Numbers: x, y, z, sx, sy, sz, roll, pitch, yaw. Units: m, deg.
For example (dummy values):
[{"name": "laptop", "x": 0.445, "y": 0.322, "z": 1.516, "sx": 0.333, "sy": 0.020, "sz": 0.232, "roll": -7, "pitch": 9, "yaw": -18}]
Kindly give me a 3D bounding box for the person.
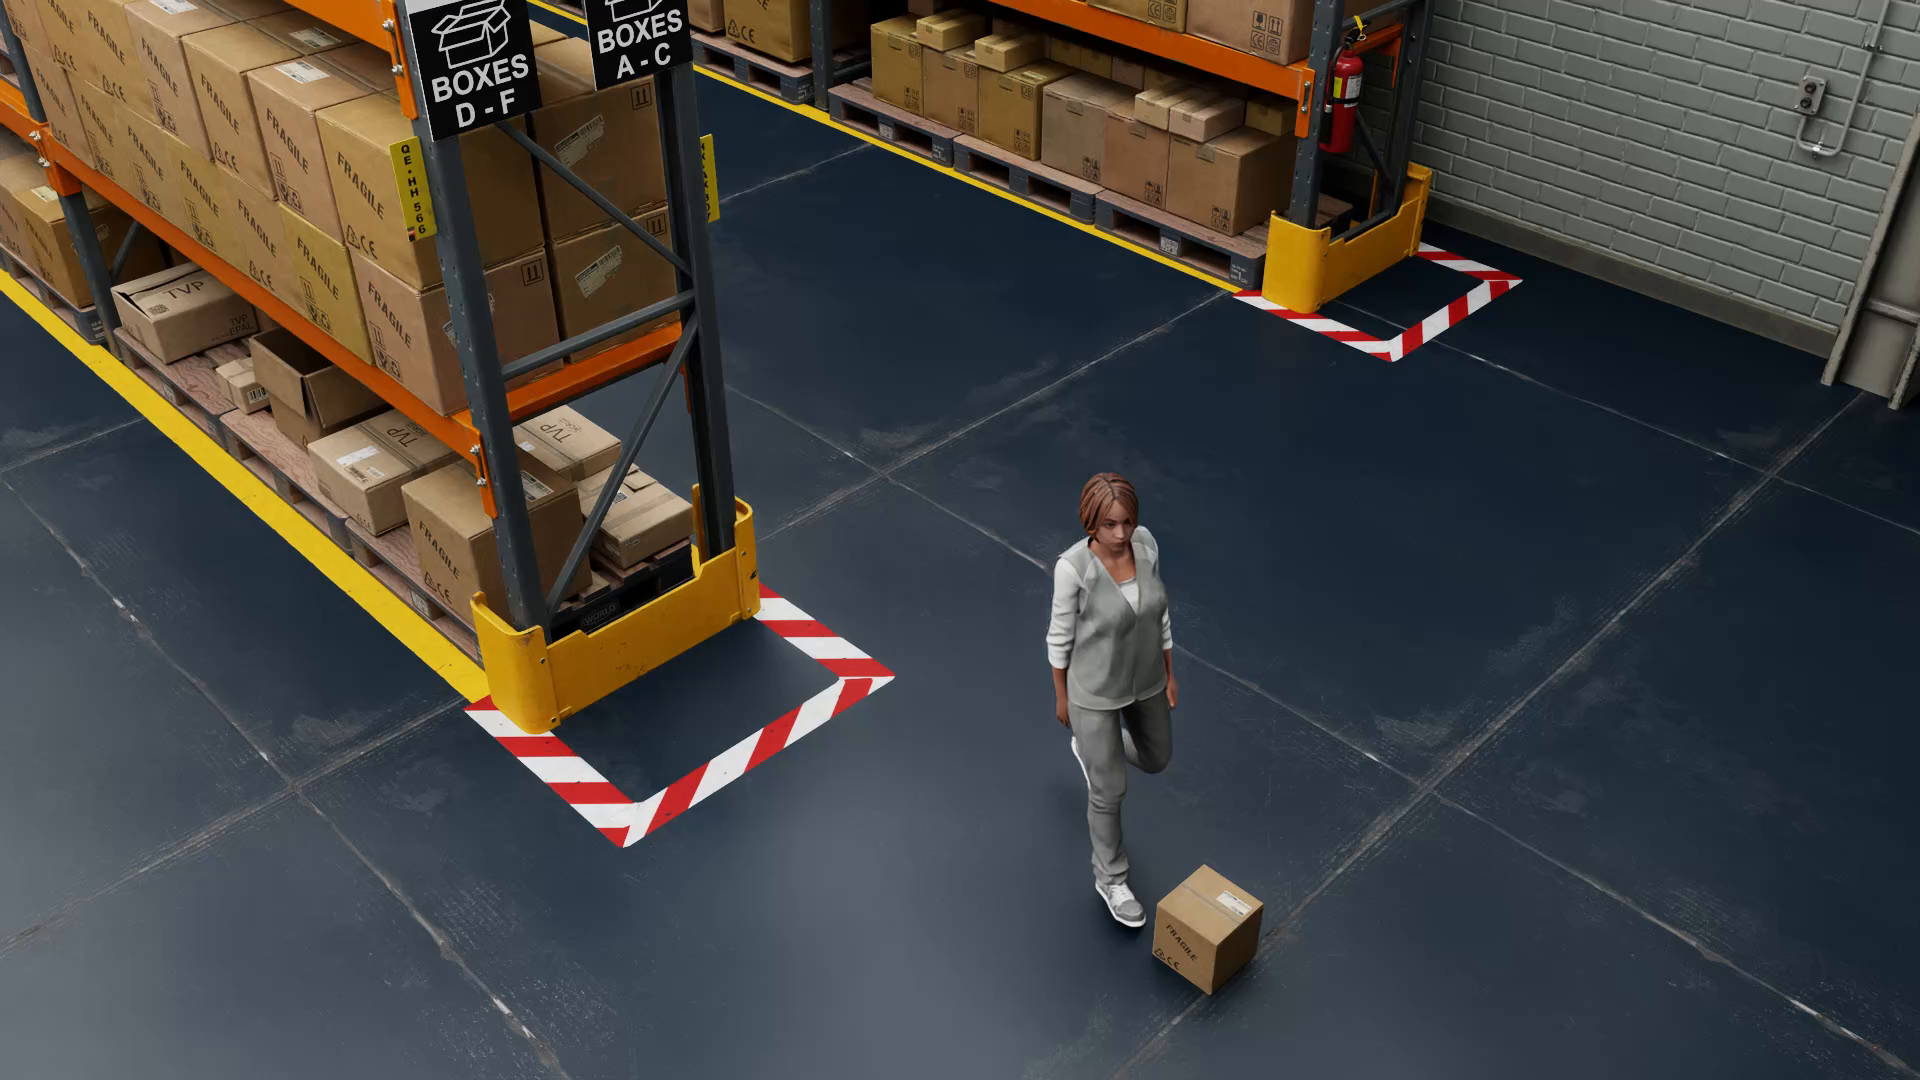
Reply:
[{"name": "person", "x": 0.509, "y": 0.482, "z": 5.465, "sx": 0.424, "sy": 1.577, "sz": 0.718, "roll": -19, "pitch": 40, "yaw": -24}]
